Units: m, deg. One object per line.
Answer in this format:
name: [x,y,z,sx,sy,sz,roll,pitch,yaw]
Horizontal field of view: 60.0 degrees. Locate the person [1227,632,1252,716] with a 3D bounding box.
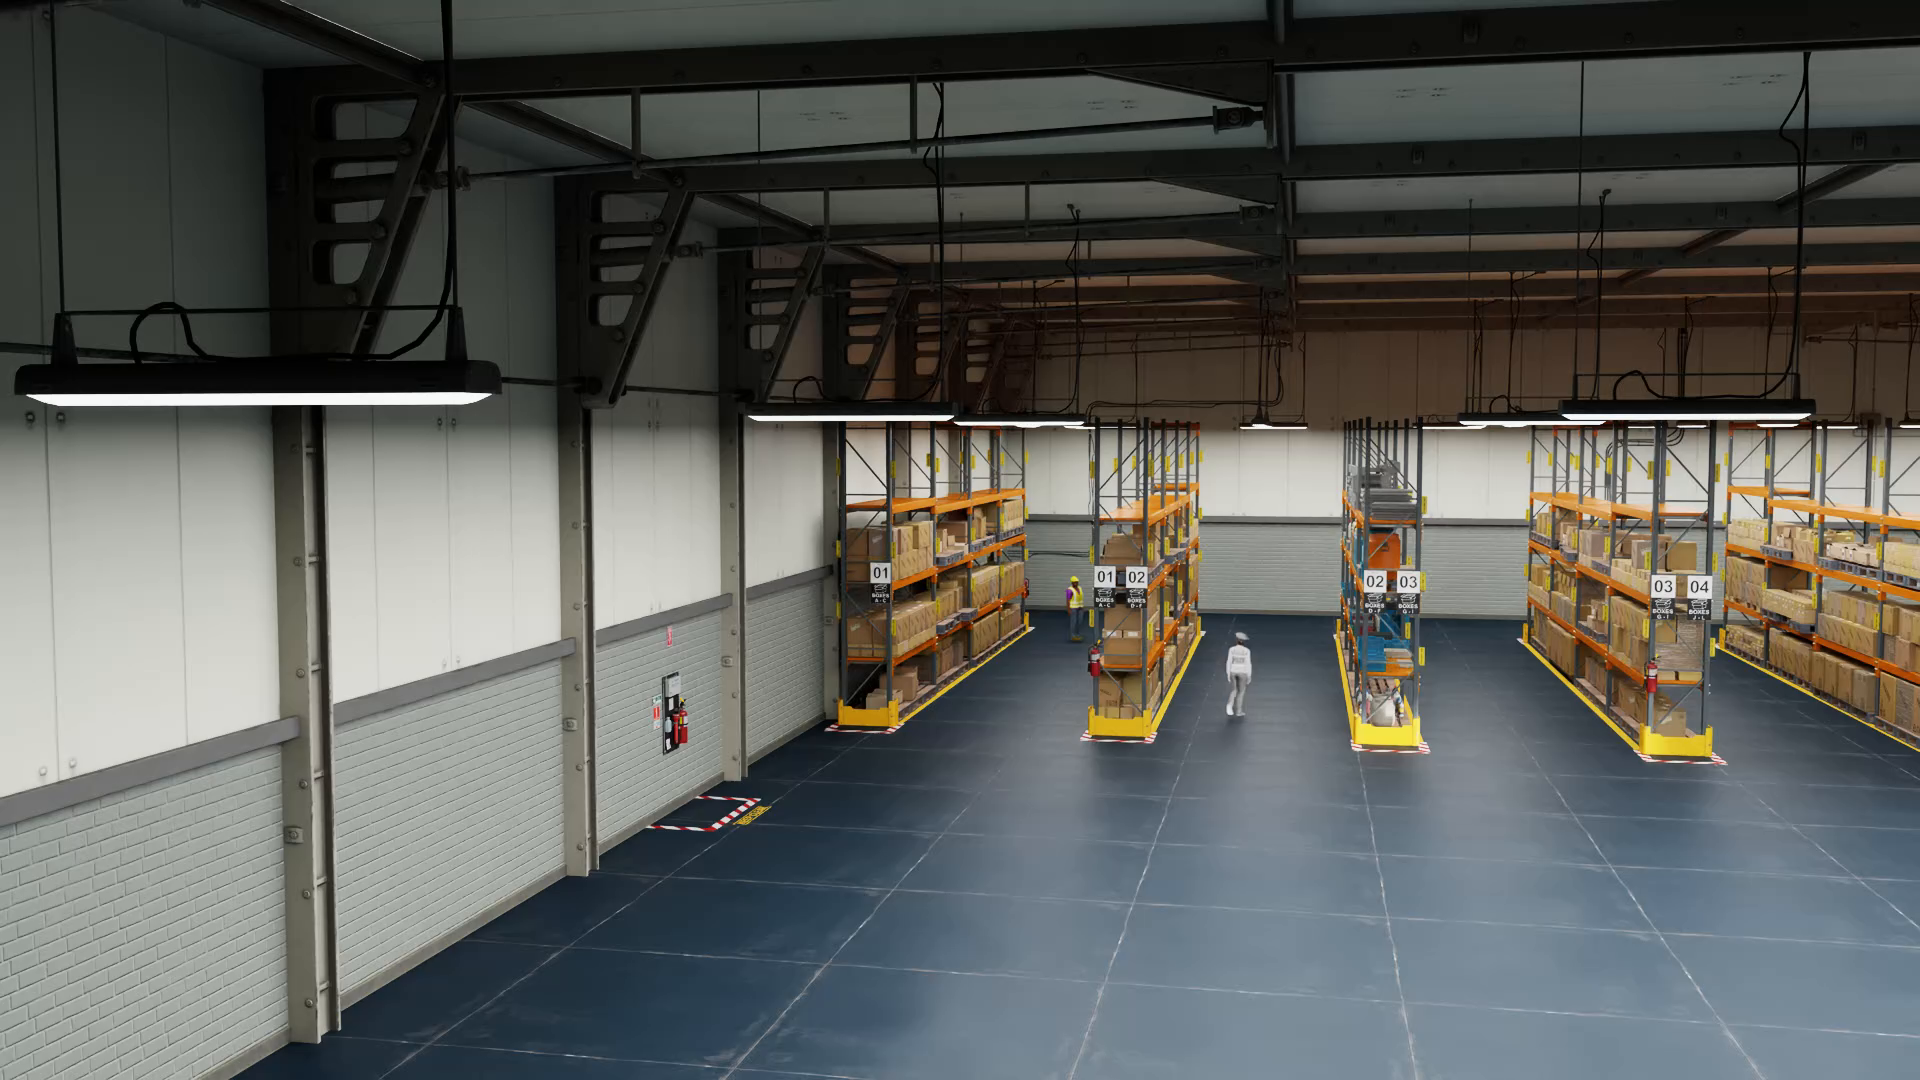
person: [5.604,2.706,33.378,0.443,1.673,0.453,-4,5,-45]

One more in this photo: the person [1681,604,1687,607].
person: [16.941,2.313,39.058,0.582,1.796,0.585,-2,4,-29]

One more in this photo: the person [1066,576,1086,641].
person: [3.188,1.883,45.636,0.640,1.777,0.431,-3,5,-36]

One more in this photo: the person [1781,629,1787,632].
person: [22.691,1.916,45.207,1.013,1.751,0.565,0,4,-2]
